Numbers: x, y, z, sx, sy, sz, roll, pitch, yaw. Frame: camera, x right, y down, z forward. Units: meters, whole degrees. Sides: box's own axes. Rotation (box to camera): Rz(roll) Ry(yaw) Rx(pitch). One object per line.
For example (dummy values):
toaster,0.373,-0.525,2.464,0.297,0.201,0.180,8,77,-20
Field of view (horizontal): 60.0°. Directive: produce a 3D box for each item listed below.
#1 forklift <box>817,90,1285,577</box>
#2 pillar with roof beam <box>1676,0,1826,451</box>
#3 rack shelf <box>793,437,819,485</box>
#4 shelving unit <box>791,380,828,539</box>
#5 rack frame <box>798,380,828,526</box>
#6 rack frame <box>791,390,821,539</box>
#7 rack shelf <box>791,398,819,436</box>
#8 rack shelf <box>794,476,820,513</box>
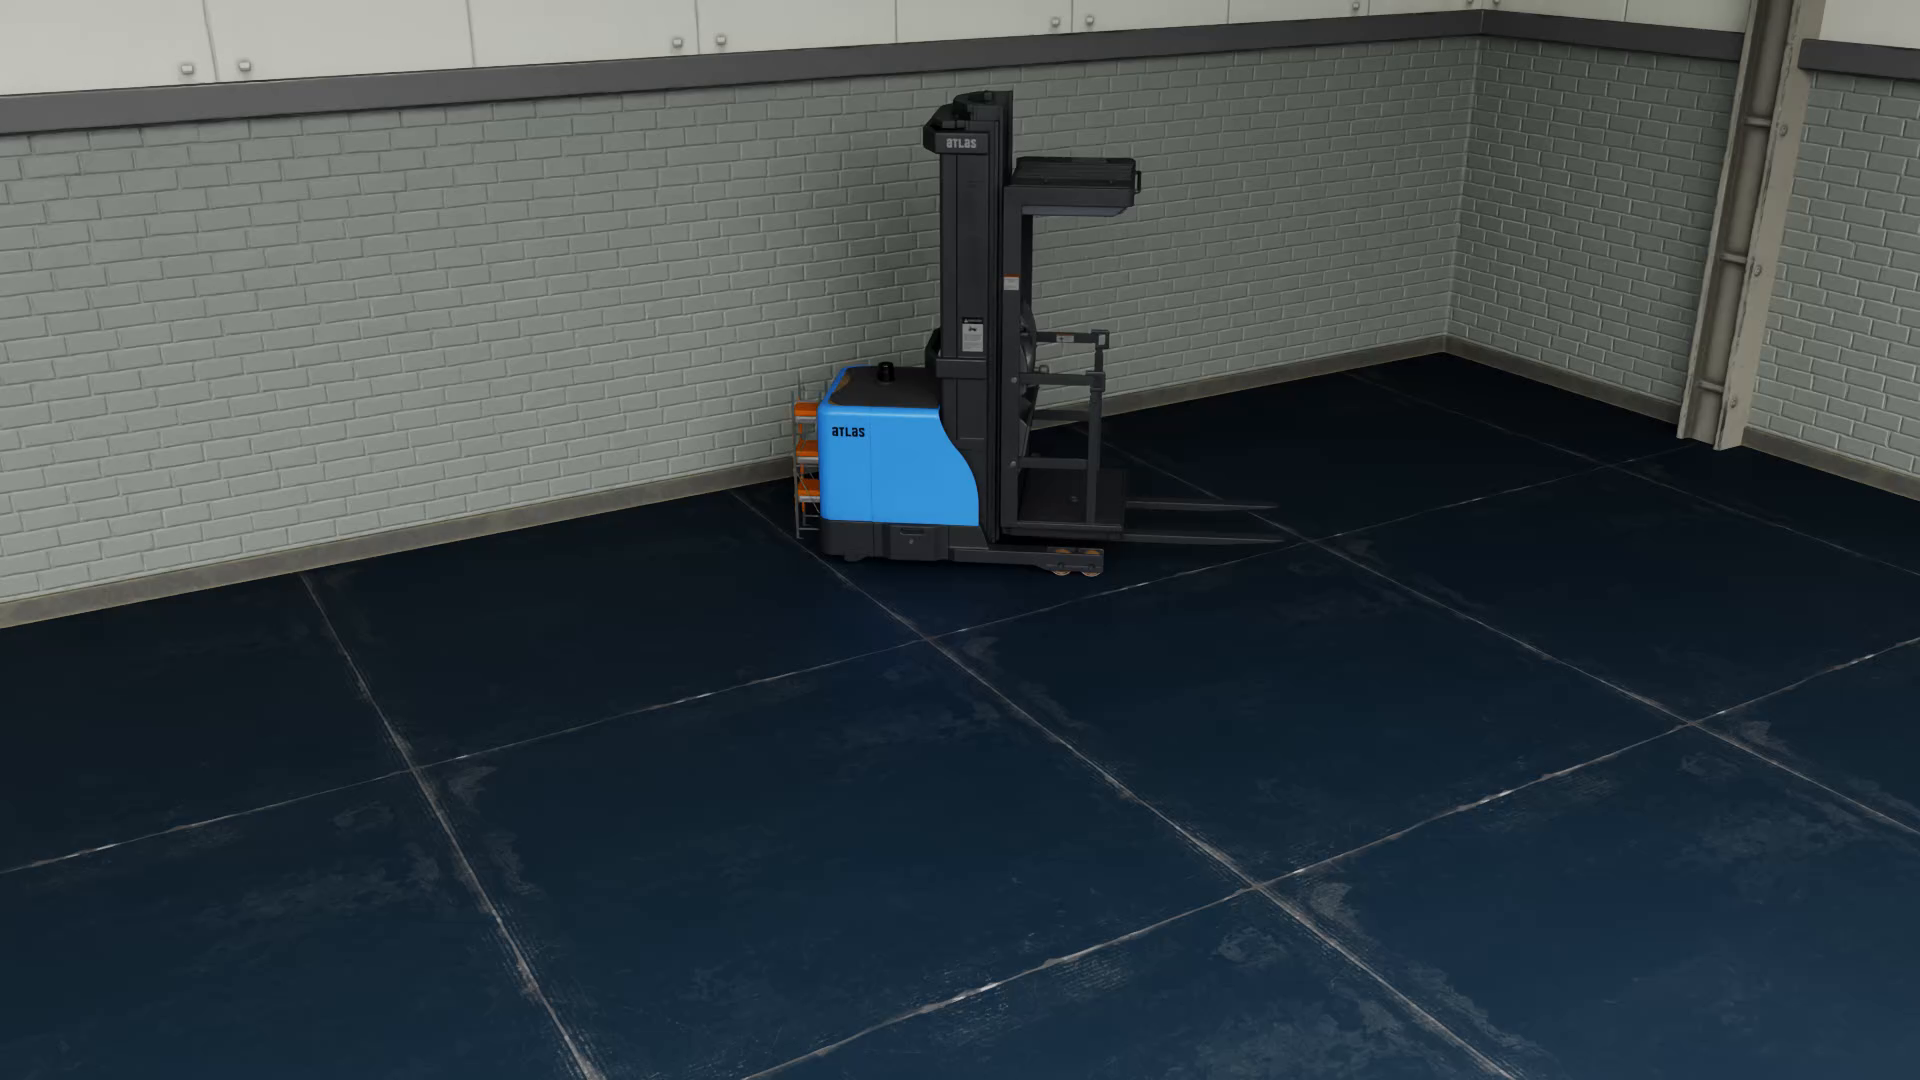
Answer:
forklift,0.624,-1.333,10.697,3.031,2.935,1.130,2,22,6
pillar with roof beam,2.275,-4.134,9.531,9.100,9.000,0.400,-13,25,-28
rack shelf,-1.001,-0.530,11.250,0.215,0.259,0.240,2,22,5
shelving unit,-1.001,-0.540,11.246,0.215,1.050,0.252,2,22,5
rack frame,-0.990,-0.586,11.359,0.200,1.050,0.008,2,22,5
rack frame,-1.013,-0.494,11.134,0.200,1.050,0.008,2,22,5
rack shelf,-1.001,-0.793,11.143,0.215,0.259,0.240,2,22,5
rack shelf,-1.001,-0.273,11.355,0.215,0.259,0.240,2,22,5
